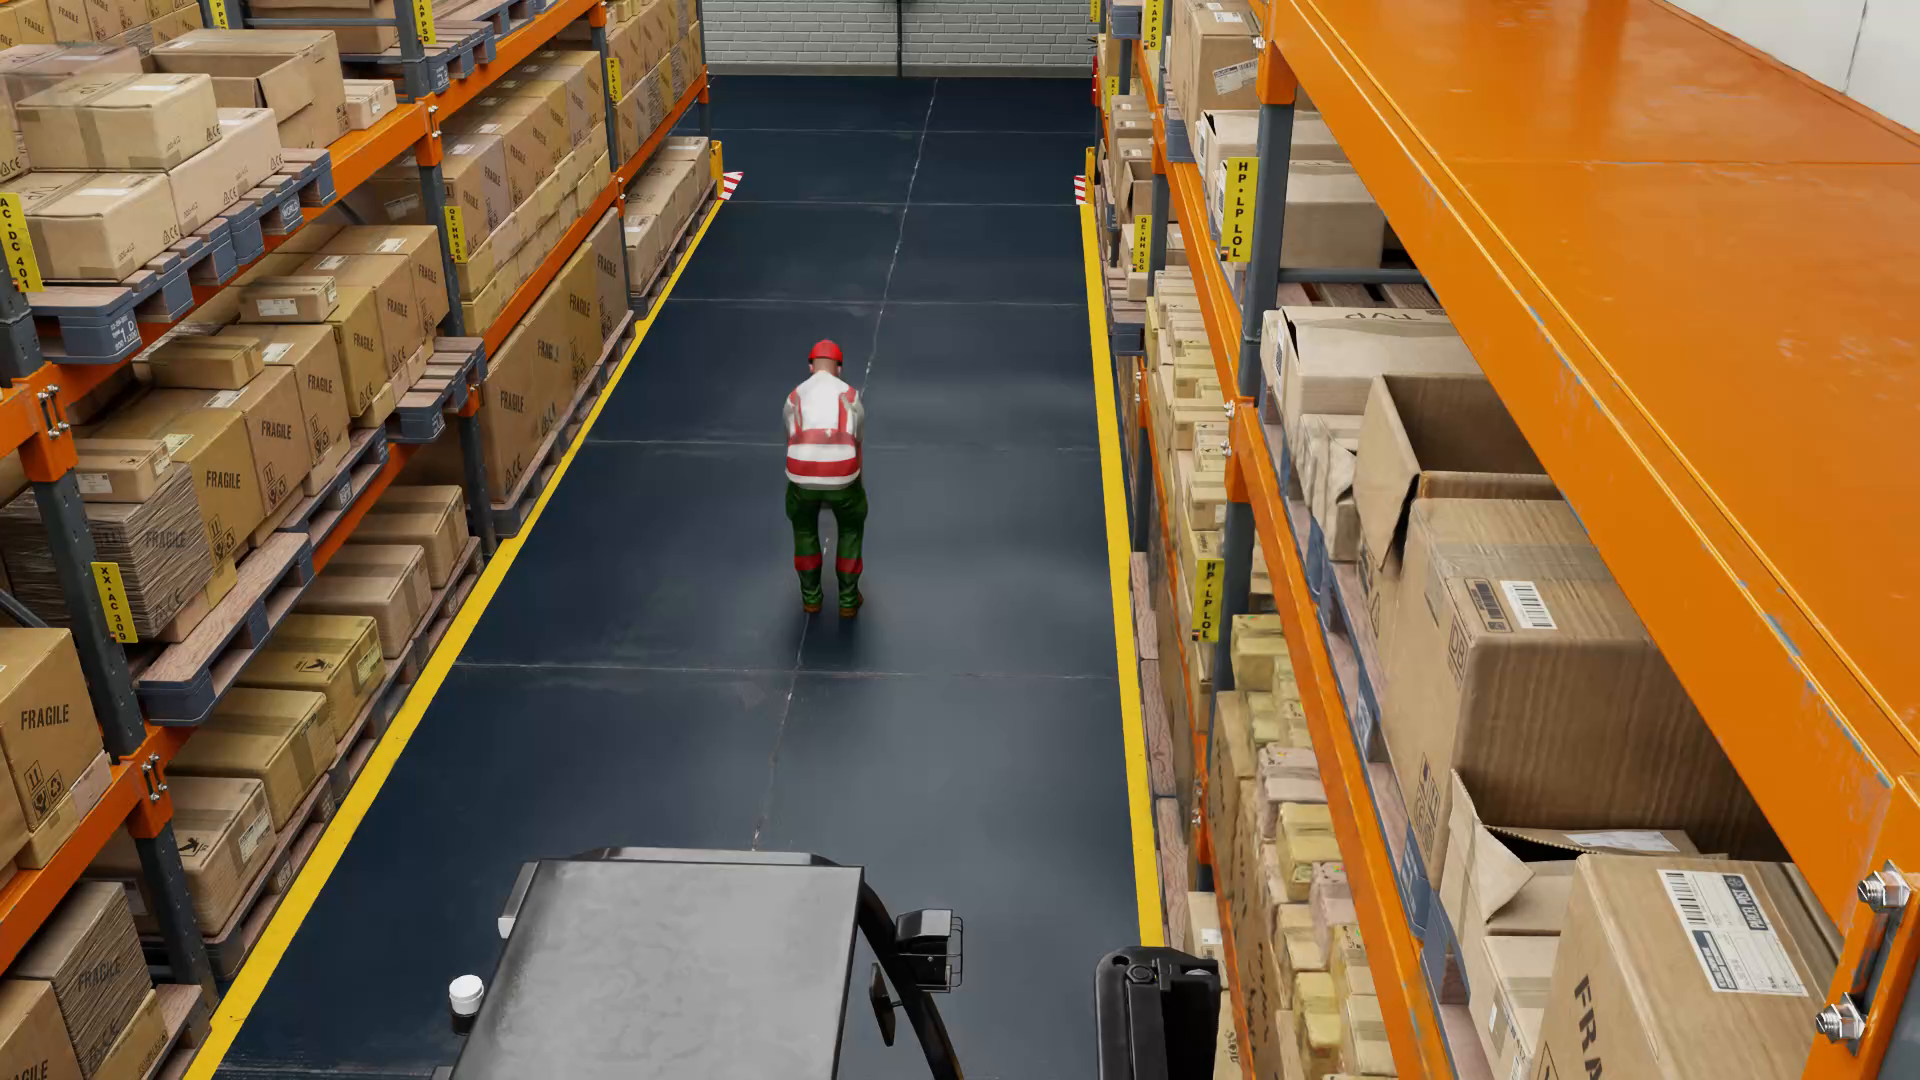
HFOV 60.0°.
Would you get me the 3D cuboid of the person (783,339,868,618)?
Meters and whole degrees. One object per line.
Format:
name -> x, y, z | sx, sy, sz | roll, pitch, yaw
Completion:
person -> -0.767, -0.351, 9.599 | 0.484, 1.472, 0.858 | 0, 28, 1
